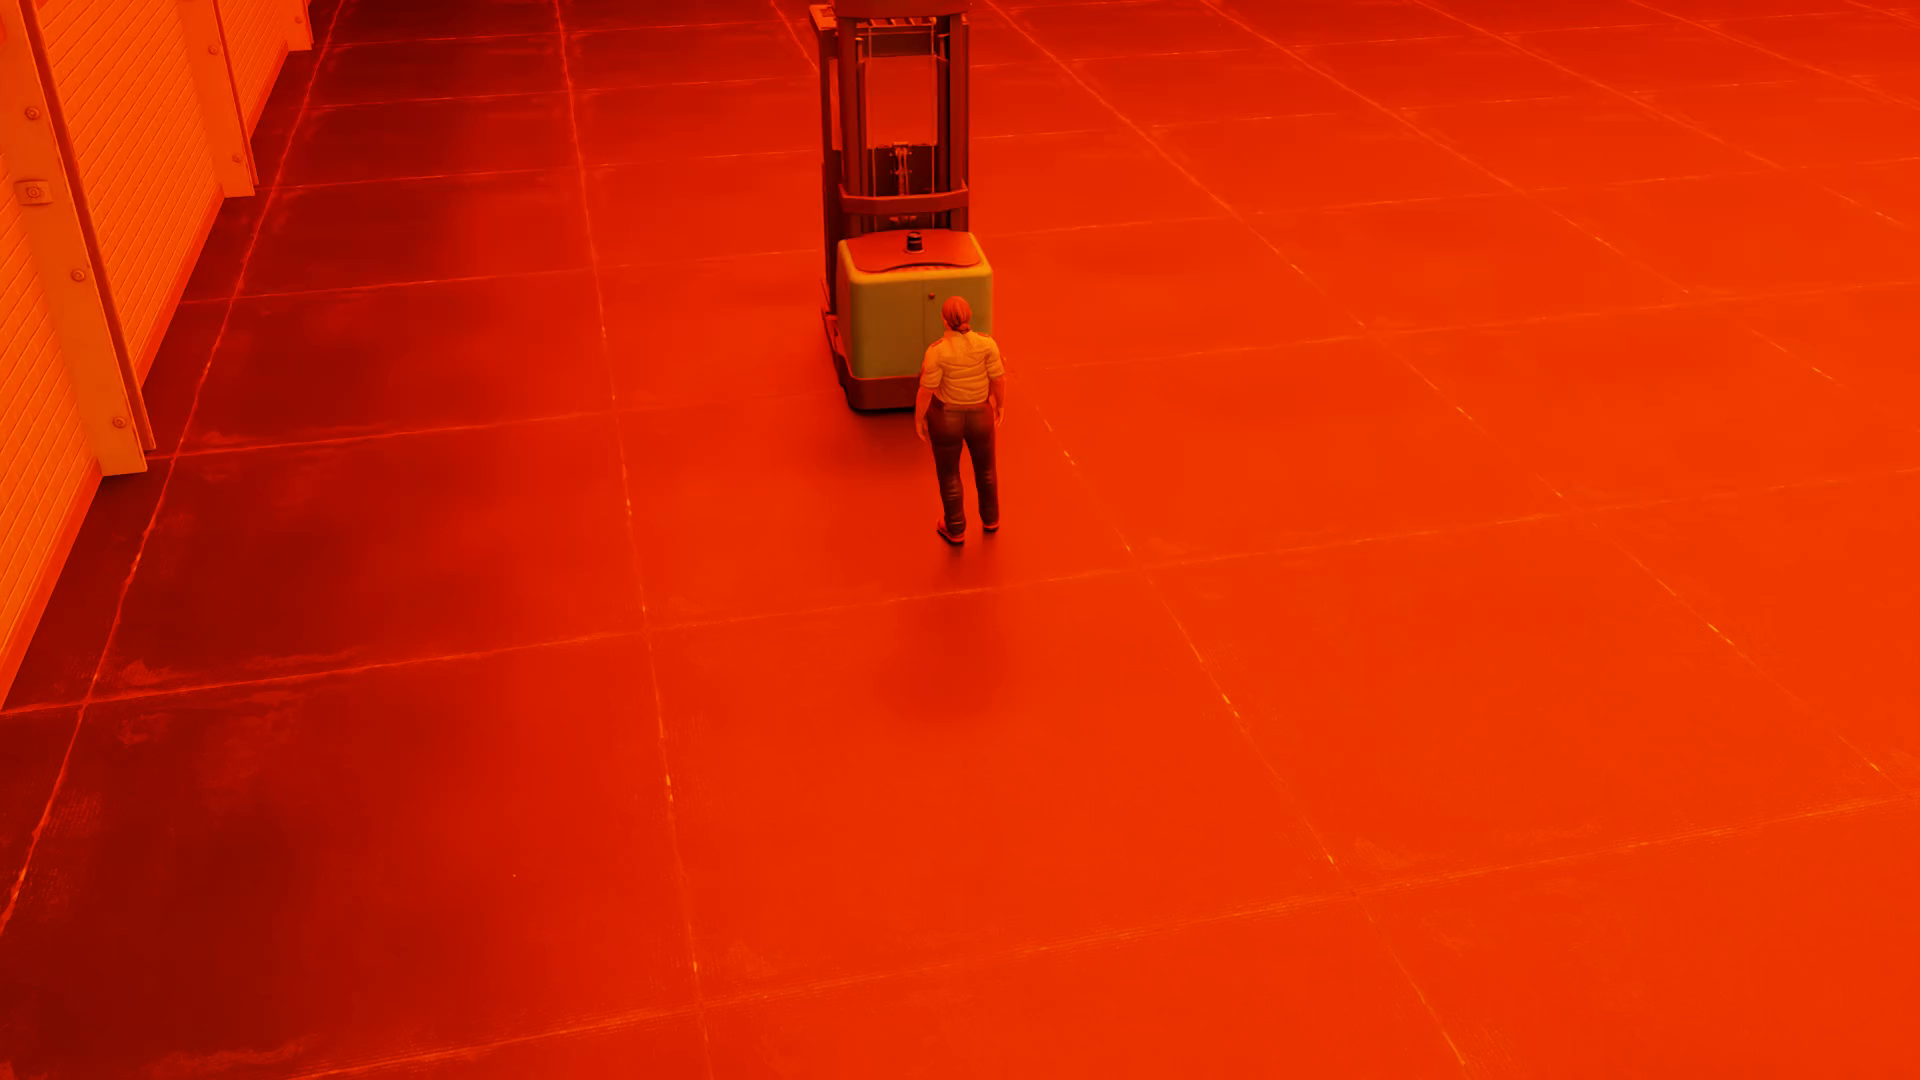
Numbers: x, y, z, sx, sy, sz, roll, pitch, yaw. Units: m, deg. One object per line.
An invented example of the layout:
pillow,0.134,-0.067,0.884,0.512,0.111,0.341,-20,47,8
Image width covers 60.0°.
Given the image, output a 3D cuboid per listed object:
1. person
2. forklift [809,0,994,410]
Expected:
person,0.001,-0.760,10.168,0.598,1.638,0.502,-7,31,-12
forklift,-0.518,-2.927,12.631,1.130,2.935,3.031,-5,30,-9
